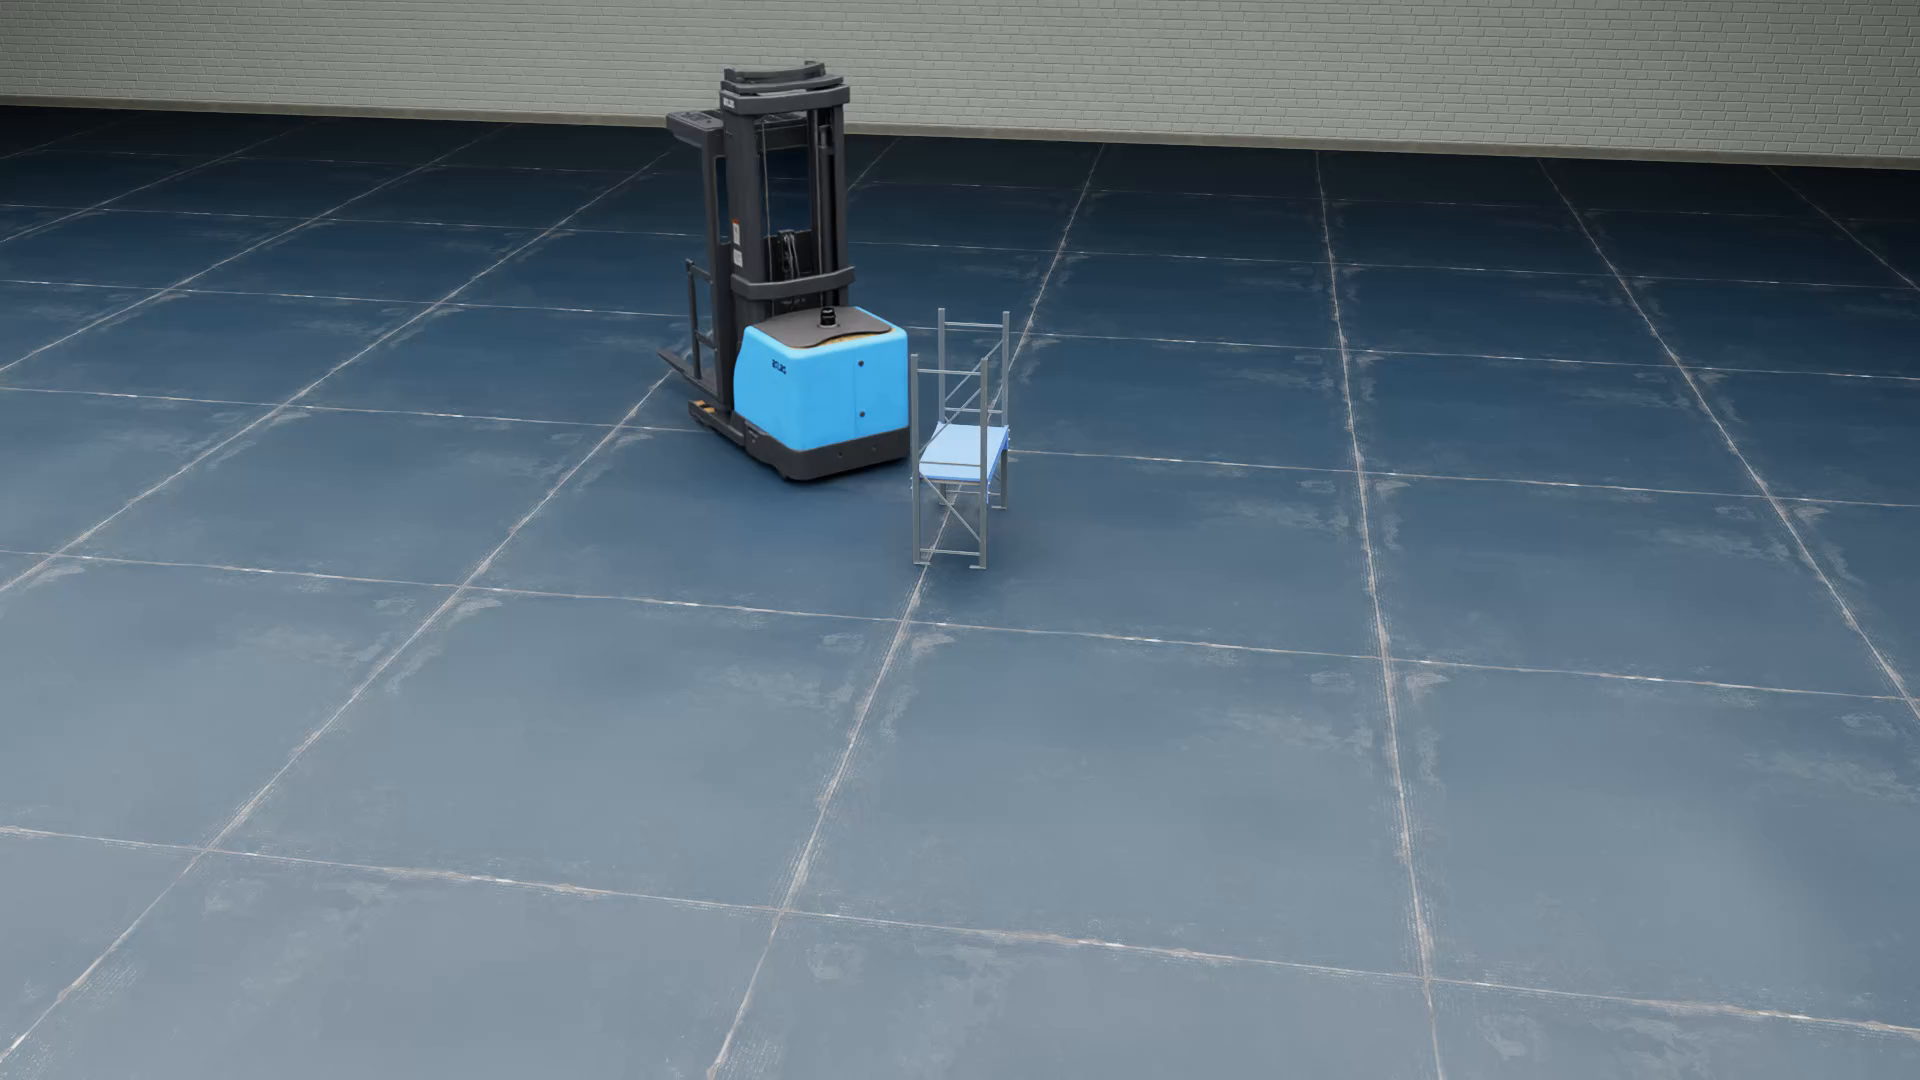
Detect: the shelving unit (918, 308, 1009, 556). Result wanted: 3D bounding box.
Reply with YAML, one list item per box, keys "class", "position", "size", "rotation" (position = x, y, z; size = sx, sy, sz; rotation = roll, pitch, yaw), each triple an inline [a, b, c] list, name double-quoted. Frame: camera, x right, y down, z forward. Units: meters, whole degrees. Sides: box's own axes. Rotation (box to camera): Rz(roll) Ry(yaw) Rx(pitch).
- class: "shelving unit"
  position: [0.015, -0.717, 11.512]
  size: [0.500, 1.500, 1.039]
  rotation: [4, 25, 9]

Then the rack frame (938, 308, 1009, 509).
- class: "rack frame"
  position: [0.097, -0.928, 11.962]
  size: [0.500, 1.500, 0.032]
  rotation: [4, 25, 9]

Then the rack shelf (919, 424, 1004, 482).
- class: "rack shelf"
  position: [0.014, -0.612, 11.556]
  size: [0.459, 0.026, 0.952]
  rotation: [4, 25, 9]

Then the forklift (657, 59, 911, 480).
- class: "forklift"
  position: [-1.606, -2.354, 13.322]
  size: [1.130, 2.935, 3.031]
  rotation: [-15, 29, -29]

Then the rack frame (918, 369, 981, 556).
- class: "rack frame"
  position: [-0.071, -0.502, 11.054]
  size: [0.475, 1.308, 0.013]
  rotation: [4, 25, 9]
